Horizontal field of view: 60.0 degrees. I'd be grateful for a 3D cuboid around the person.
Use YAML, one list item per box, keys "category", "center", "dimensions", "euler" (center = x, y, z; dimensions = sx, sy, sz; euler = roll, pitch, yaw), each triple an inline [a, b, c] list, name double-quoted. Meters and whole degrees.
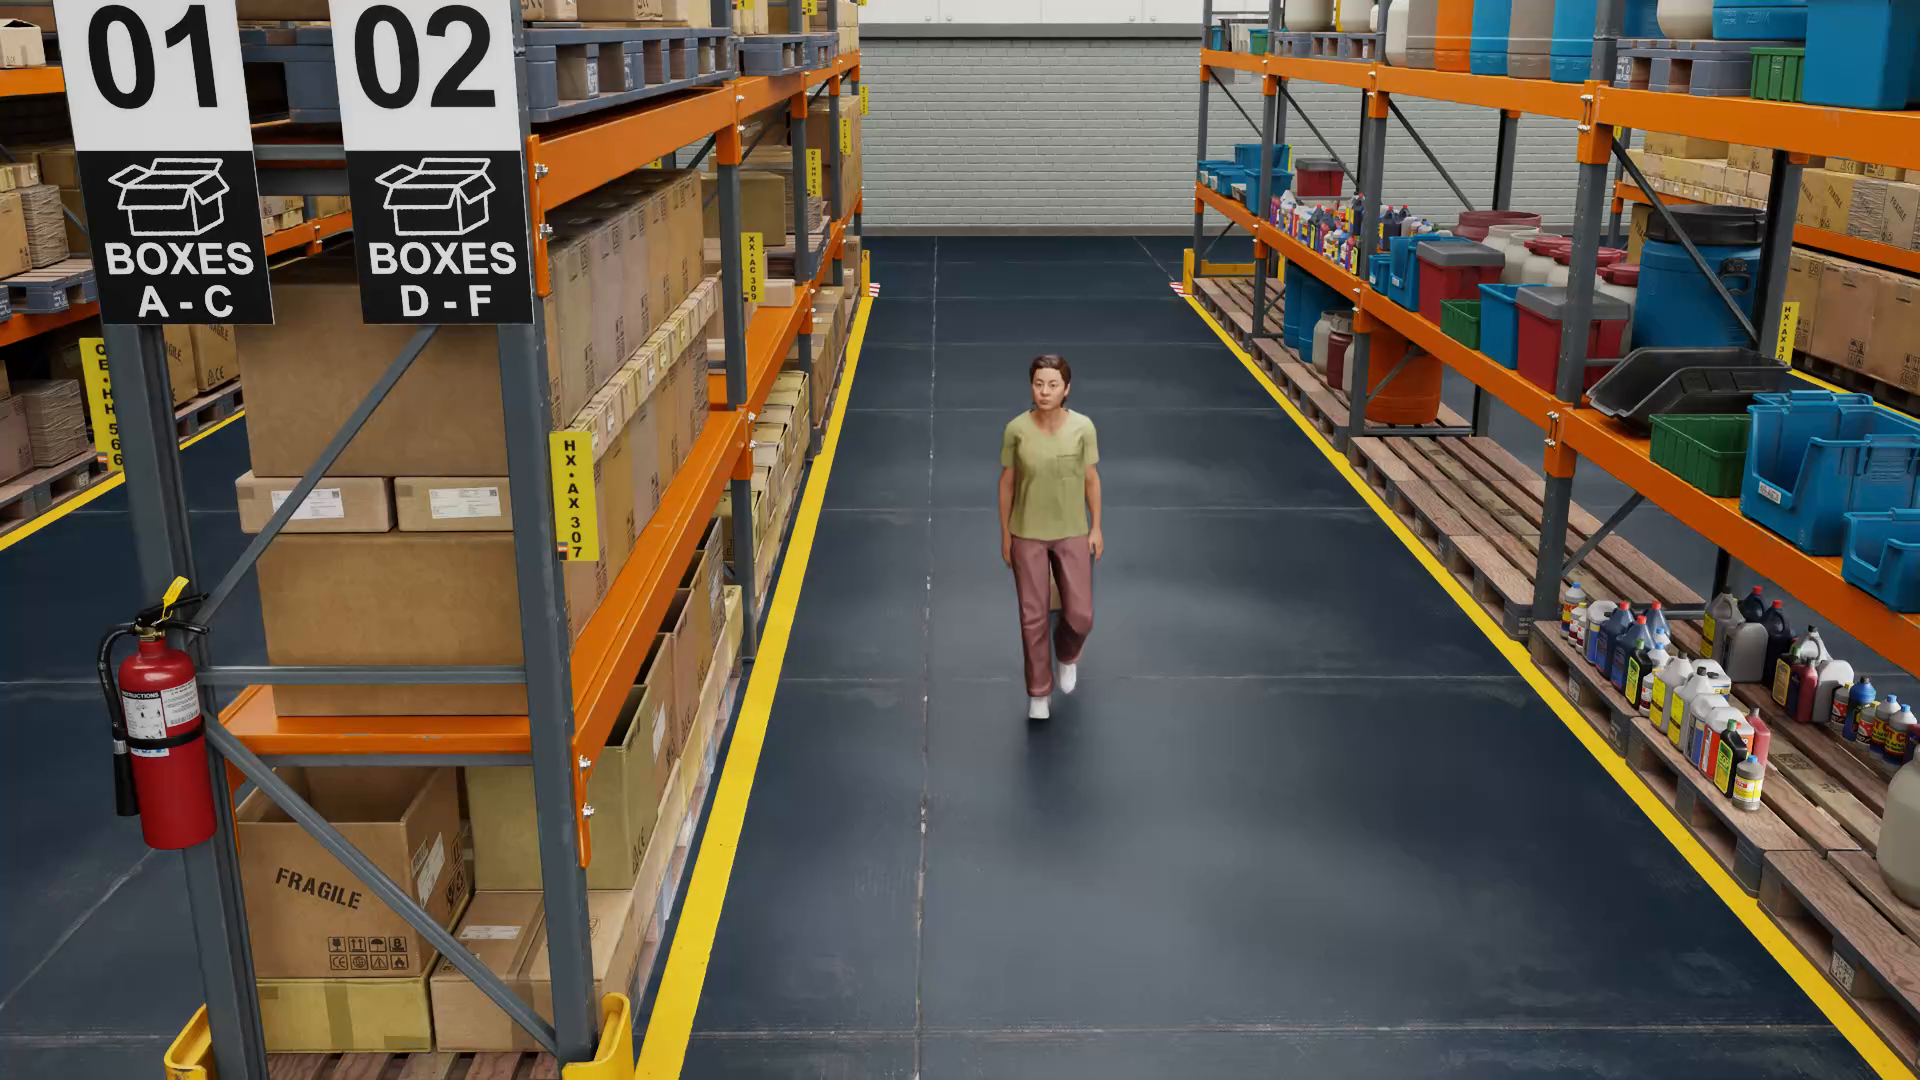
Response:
- category: "person"
  center: [0.410, -0.024, 7.537]
  dimensions: [0.479, 1.660, 0.501]
  euler: [1, 17, 4]
